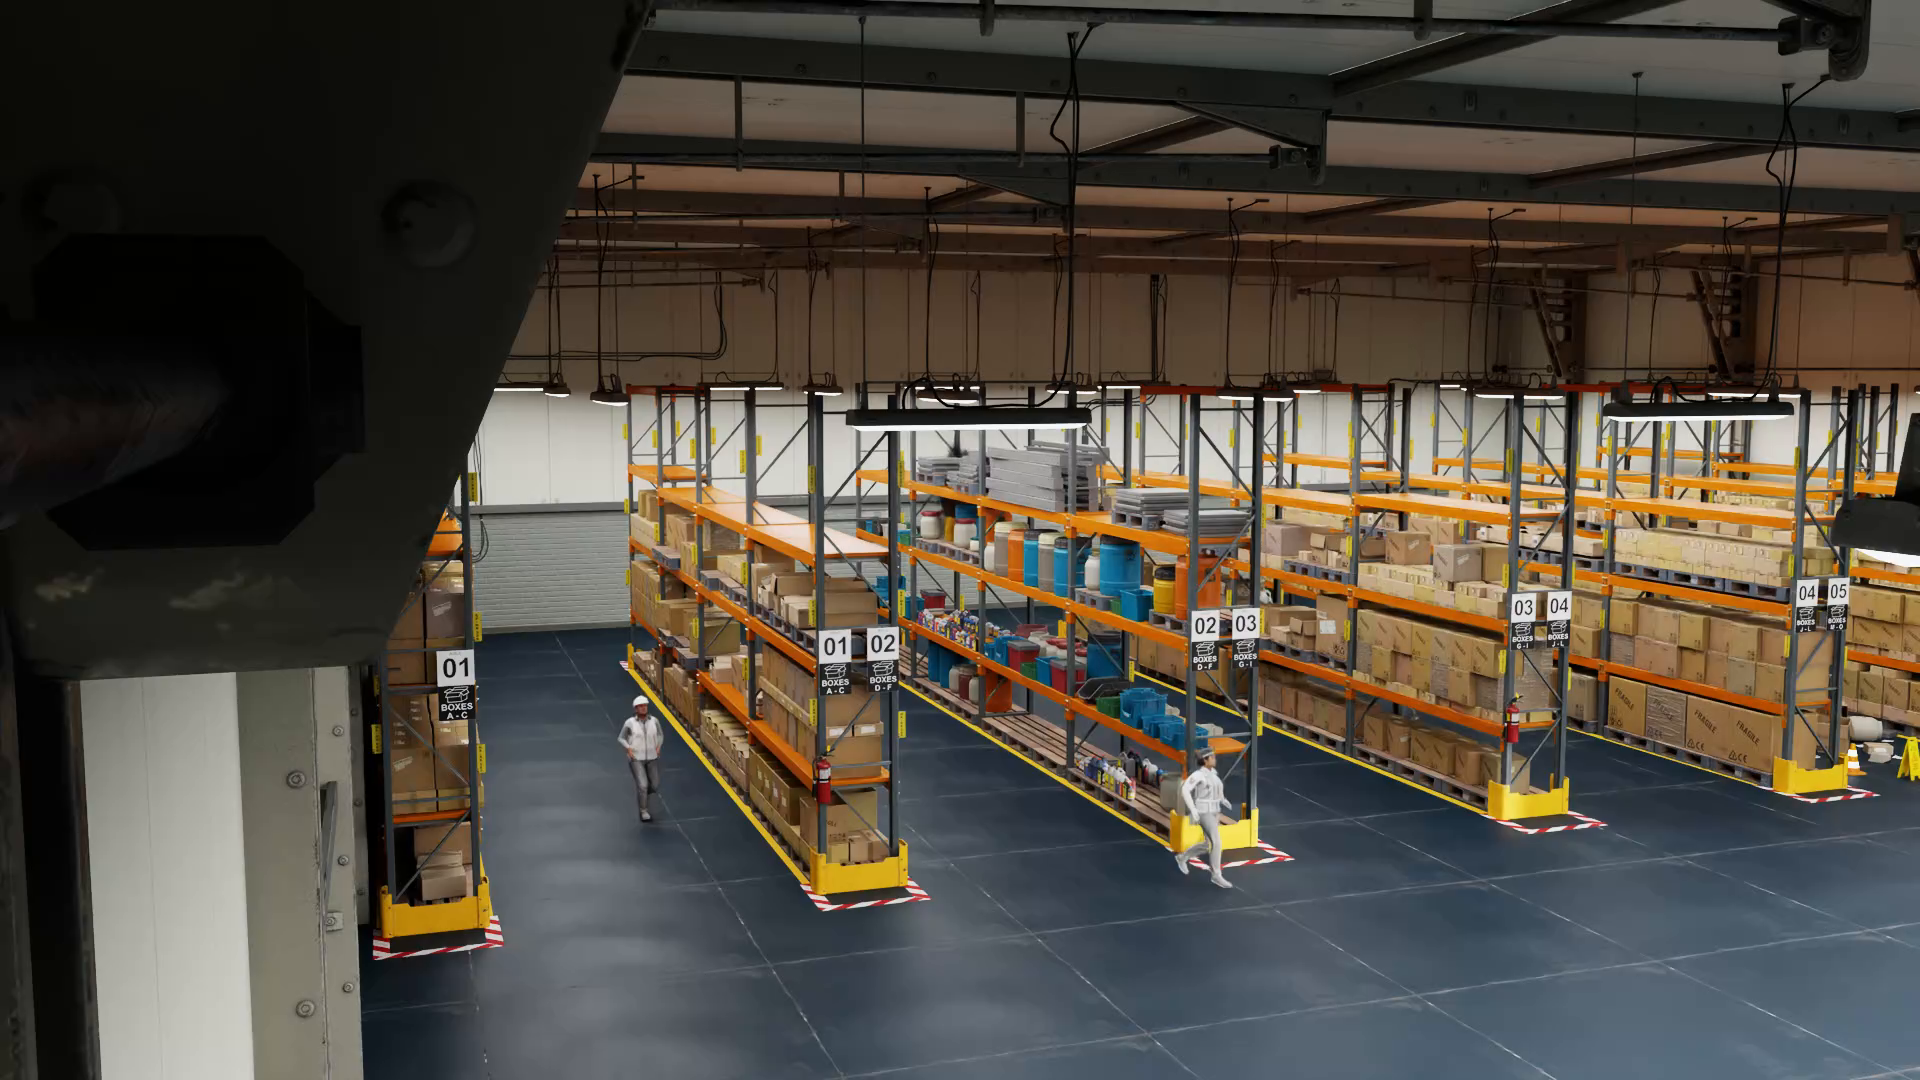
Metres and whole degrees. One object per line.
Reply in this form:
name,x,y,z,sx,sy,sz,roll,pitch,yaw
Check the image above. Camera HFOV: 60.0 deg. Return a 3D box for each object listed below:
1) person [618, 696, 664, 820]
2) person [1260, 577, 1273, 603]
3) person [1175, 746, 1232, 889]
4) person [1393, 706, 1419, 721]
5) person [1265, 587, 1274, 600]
person,-4.485,3.054,23.458,0.660,1.723,0.626,-3,7,-26
person,6.722,1.659,37.128,0.587,1.691,0.666,-2,6,-20
person,3.073,3.391,20.540,0.768,1.683,0.649,4,7,34
person,8.074,2.468,29.807,0.520,1.606,0.810,-2,6,-22
person,7.584,1.199,41.058,0.876,1.844,0.643,-3,7,-29
